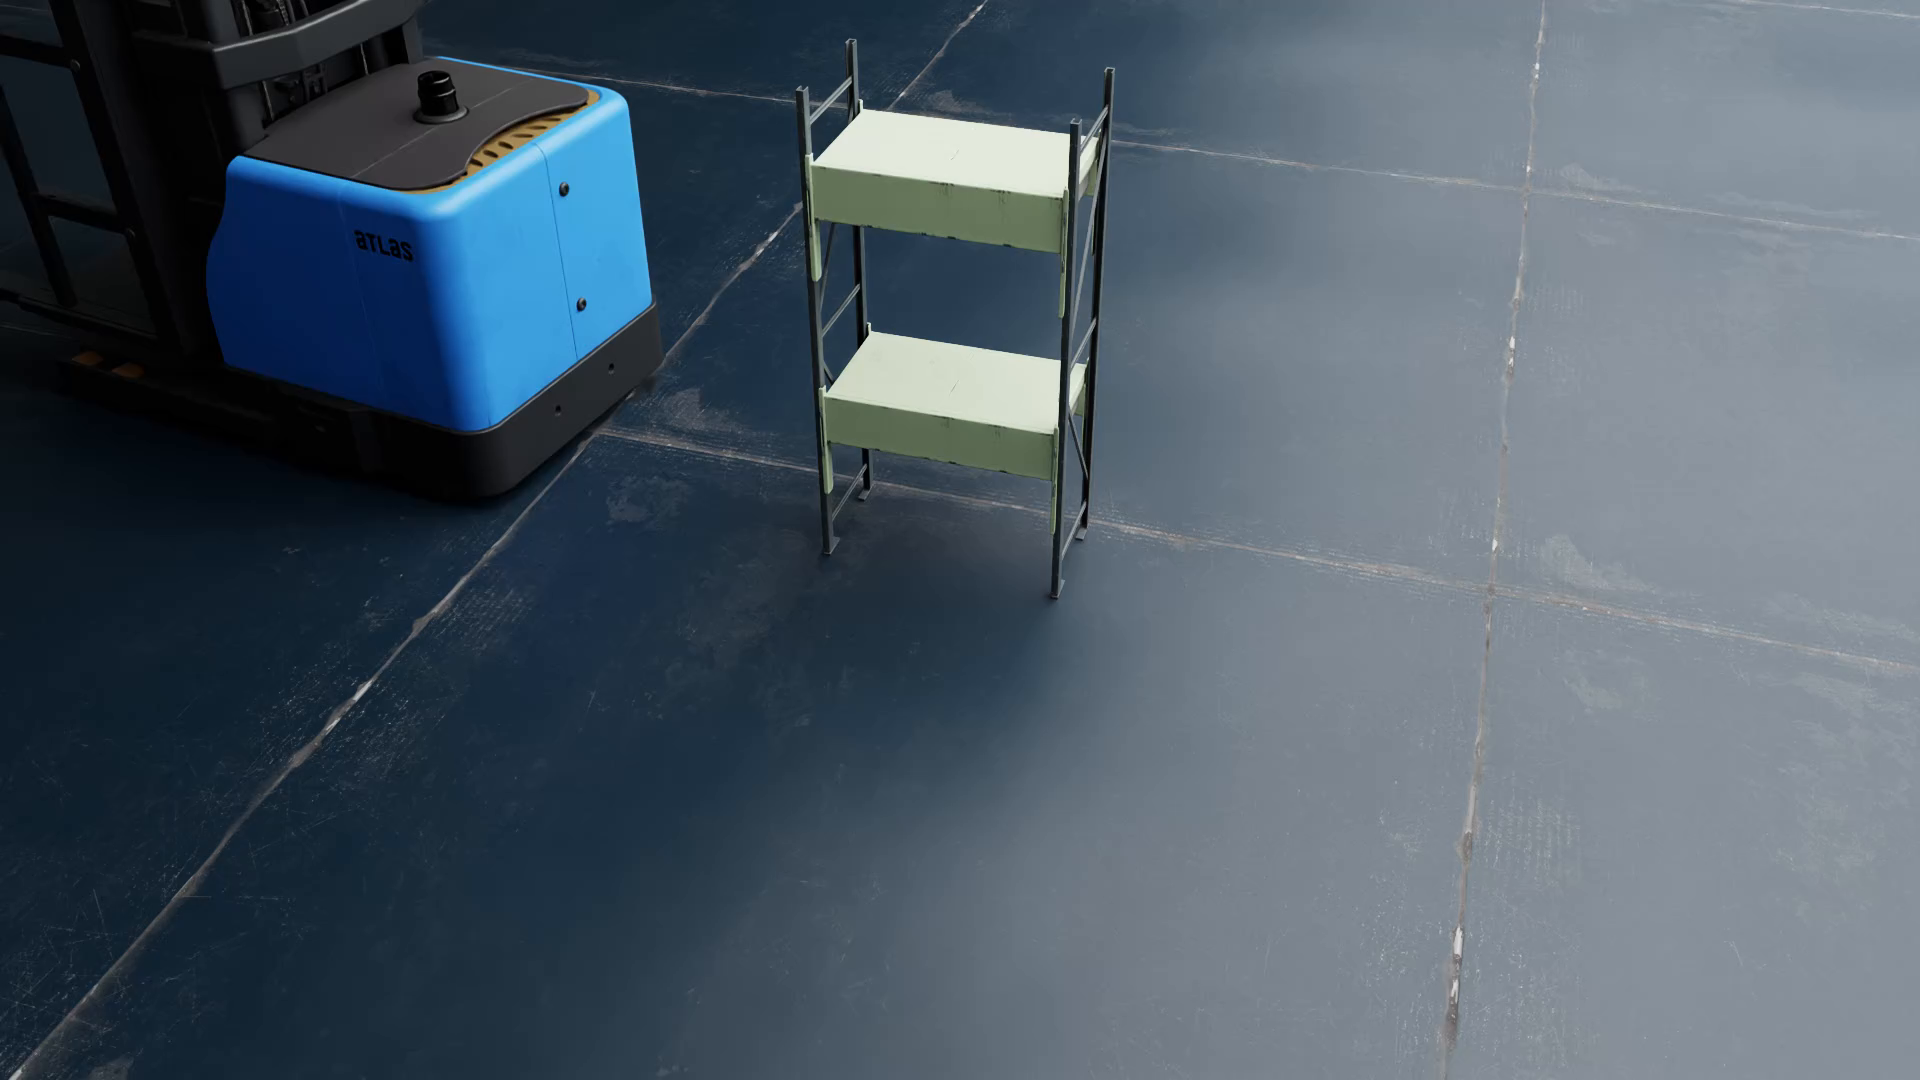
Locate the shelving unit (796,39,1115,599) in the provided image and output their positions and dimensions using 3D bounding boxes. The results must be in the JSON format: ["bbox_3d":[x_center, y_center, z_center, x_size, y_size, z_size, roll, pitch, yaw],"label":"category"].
[{"bbox_3d":[-0.006,-0.605,4.807,0.755,1.500,0.431,10,38,14],"label":"shelving unit"}]

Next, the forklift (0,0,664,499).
[{"bbox_3d":[-2.629,-1.901,5.361,3.031,2.935,1.130,16,39,20],"label":"forklift"}]

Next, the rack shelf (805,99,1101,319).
[{"bbox_3d":[-0.006,-0.919,4.576,0.720,0.370,0.431,10,38,14],"label":"rack shelf"}]

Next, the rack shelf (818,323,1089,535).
[{"bbox_3d":[-0.006,-0.343,5.000,0.720,0.370,0.431,10,38,14],"label":"rack shelf"}]

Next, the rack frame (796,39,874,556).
[{"bbox_3d":[-0.356,-0.670,4.895,0.023,1.500,0.400,10,38,14],"label":"rack frame"}]

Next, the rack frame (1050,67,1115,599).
[{"bbox_3d":[0.343,-0.541,4.719,0.023,1.500,0.400,10,38,14],"label":"rack frame"}]
